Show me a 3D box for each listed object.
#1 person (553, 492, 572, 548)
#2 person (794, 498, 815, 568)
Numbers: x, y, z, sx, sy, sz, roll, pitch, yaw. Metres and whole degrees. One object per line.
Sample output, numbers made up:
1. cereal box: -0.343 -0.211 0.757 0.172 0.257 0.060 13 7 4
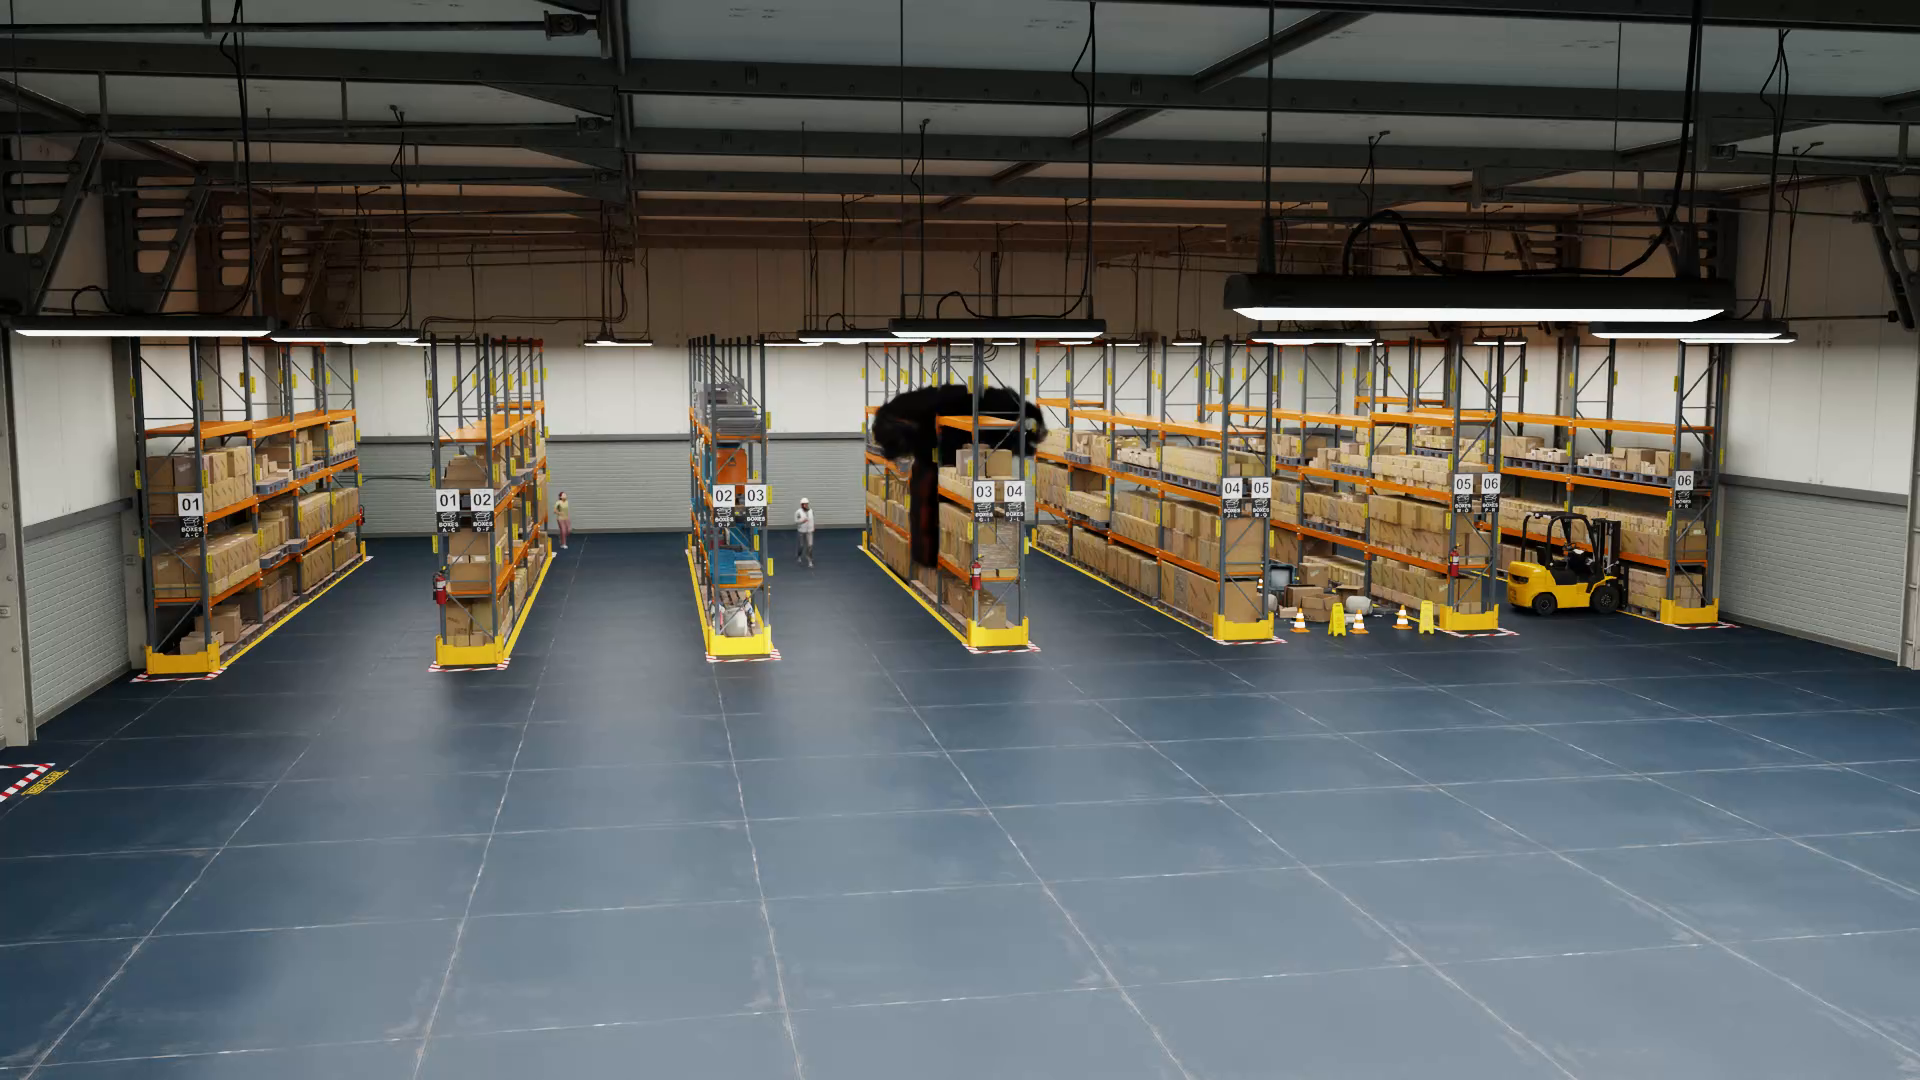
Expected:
1. person: -11.450 -0.576 47.949 0.563 1.640 0.566 6 9 41
2. person: -4.112 -0.215 43.990 0.636 1.804 0.907 -3 7 -22
